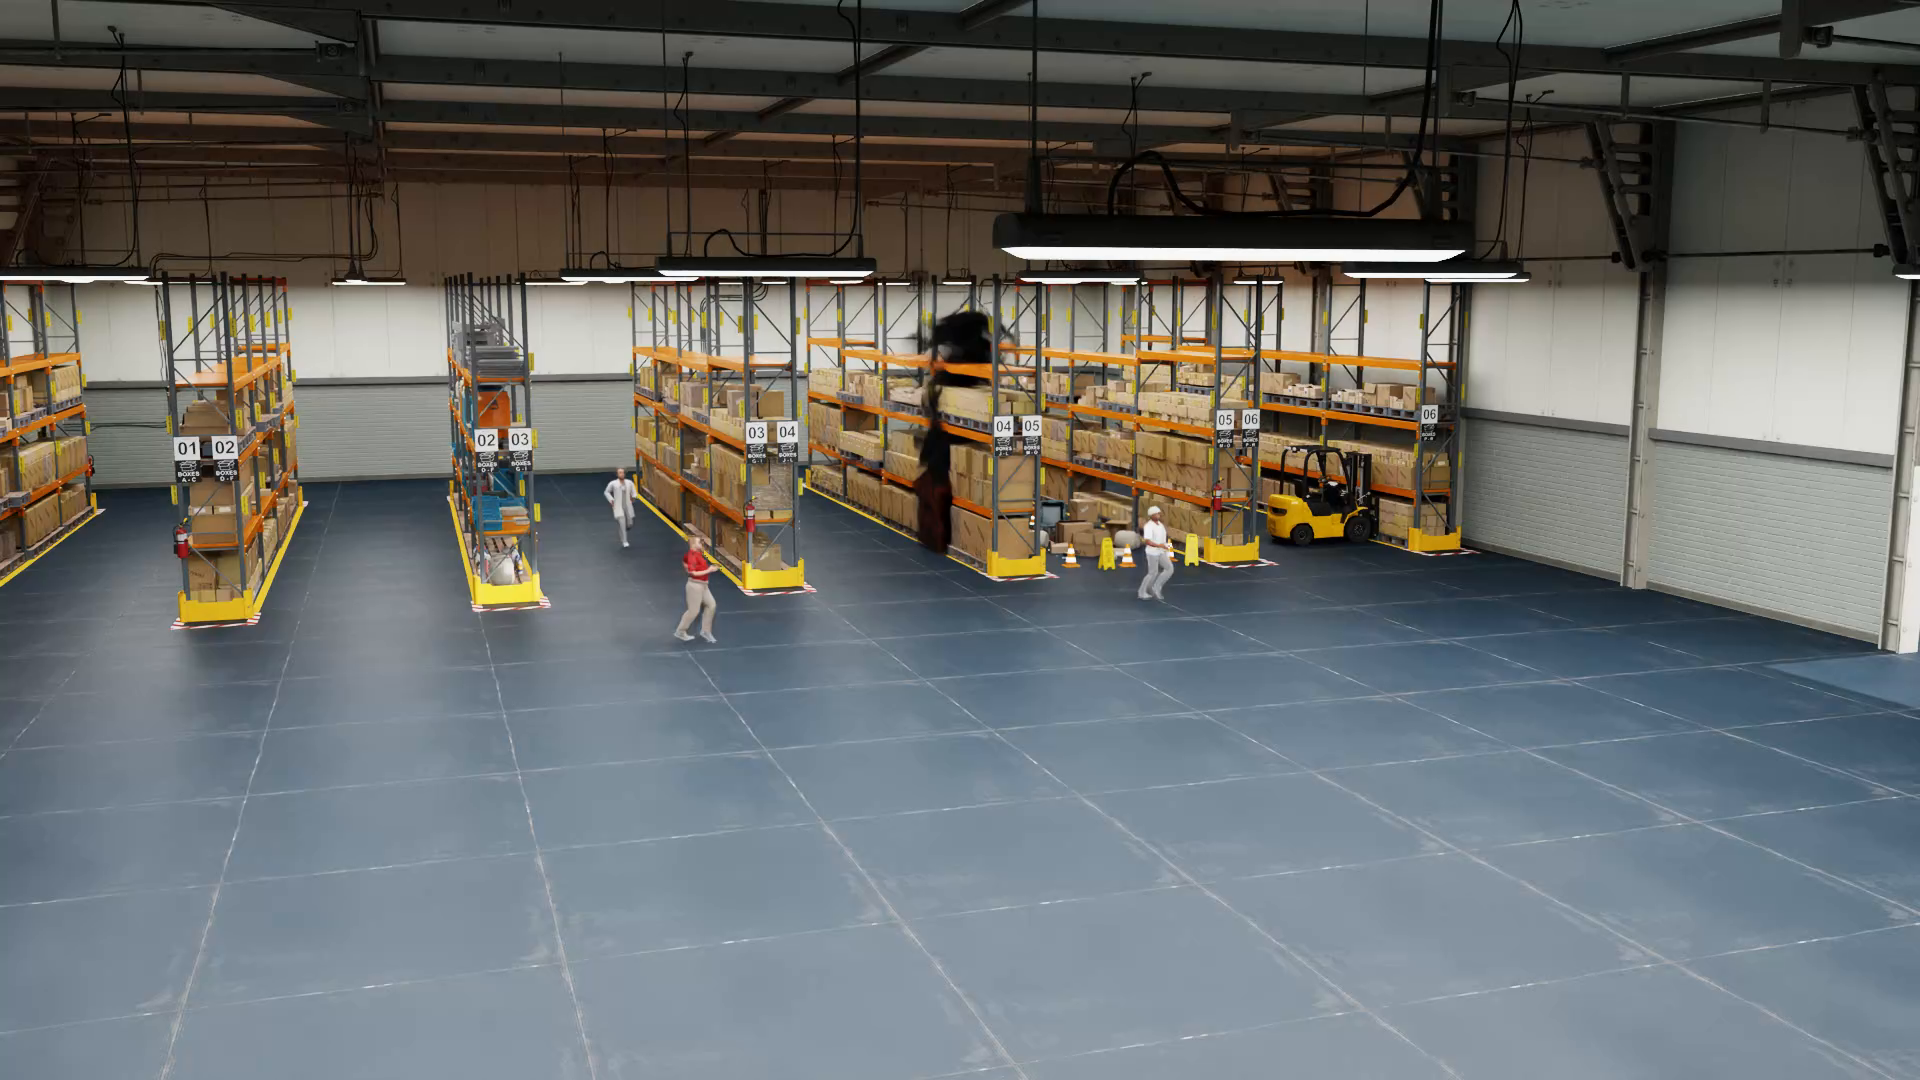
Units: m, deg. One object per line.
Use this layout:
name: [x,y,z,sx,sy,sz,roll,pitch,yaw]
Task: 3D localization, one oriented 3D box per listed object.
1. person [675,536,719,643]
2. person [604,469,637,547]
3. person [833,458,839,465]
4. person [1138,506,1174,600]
person: [-4.260,0.826,26.968,0.755,1.791,0.640,1,9,3]
person: [-7.563,-0.733,37.166,0.715,1.735,0.826,-4,10,-27]
person: [-3.625,-2.639,49.880,0.581,1.697,0.667,4,10,26]
person: [3.619,0.247,30.691,0.665,1.760,0.699,6,10,34]
